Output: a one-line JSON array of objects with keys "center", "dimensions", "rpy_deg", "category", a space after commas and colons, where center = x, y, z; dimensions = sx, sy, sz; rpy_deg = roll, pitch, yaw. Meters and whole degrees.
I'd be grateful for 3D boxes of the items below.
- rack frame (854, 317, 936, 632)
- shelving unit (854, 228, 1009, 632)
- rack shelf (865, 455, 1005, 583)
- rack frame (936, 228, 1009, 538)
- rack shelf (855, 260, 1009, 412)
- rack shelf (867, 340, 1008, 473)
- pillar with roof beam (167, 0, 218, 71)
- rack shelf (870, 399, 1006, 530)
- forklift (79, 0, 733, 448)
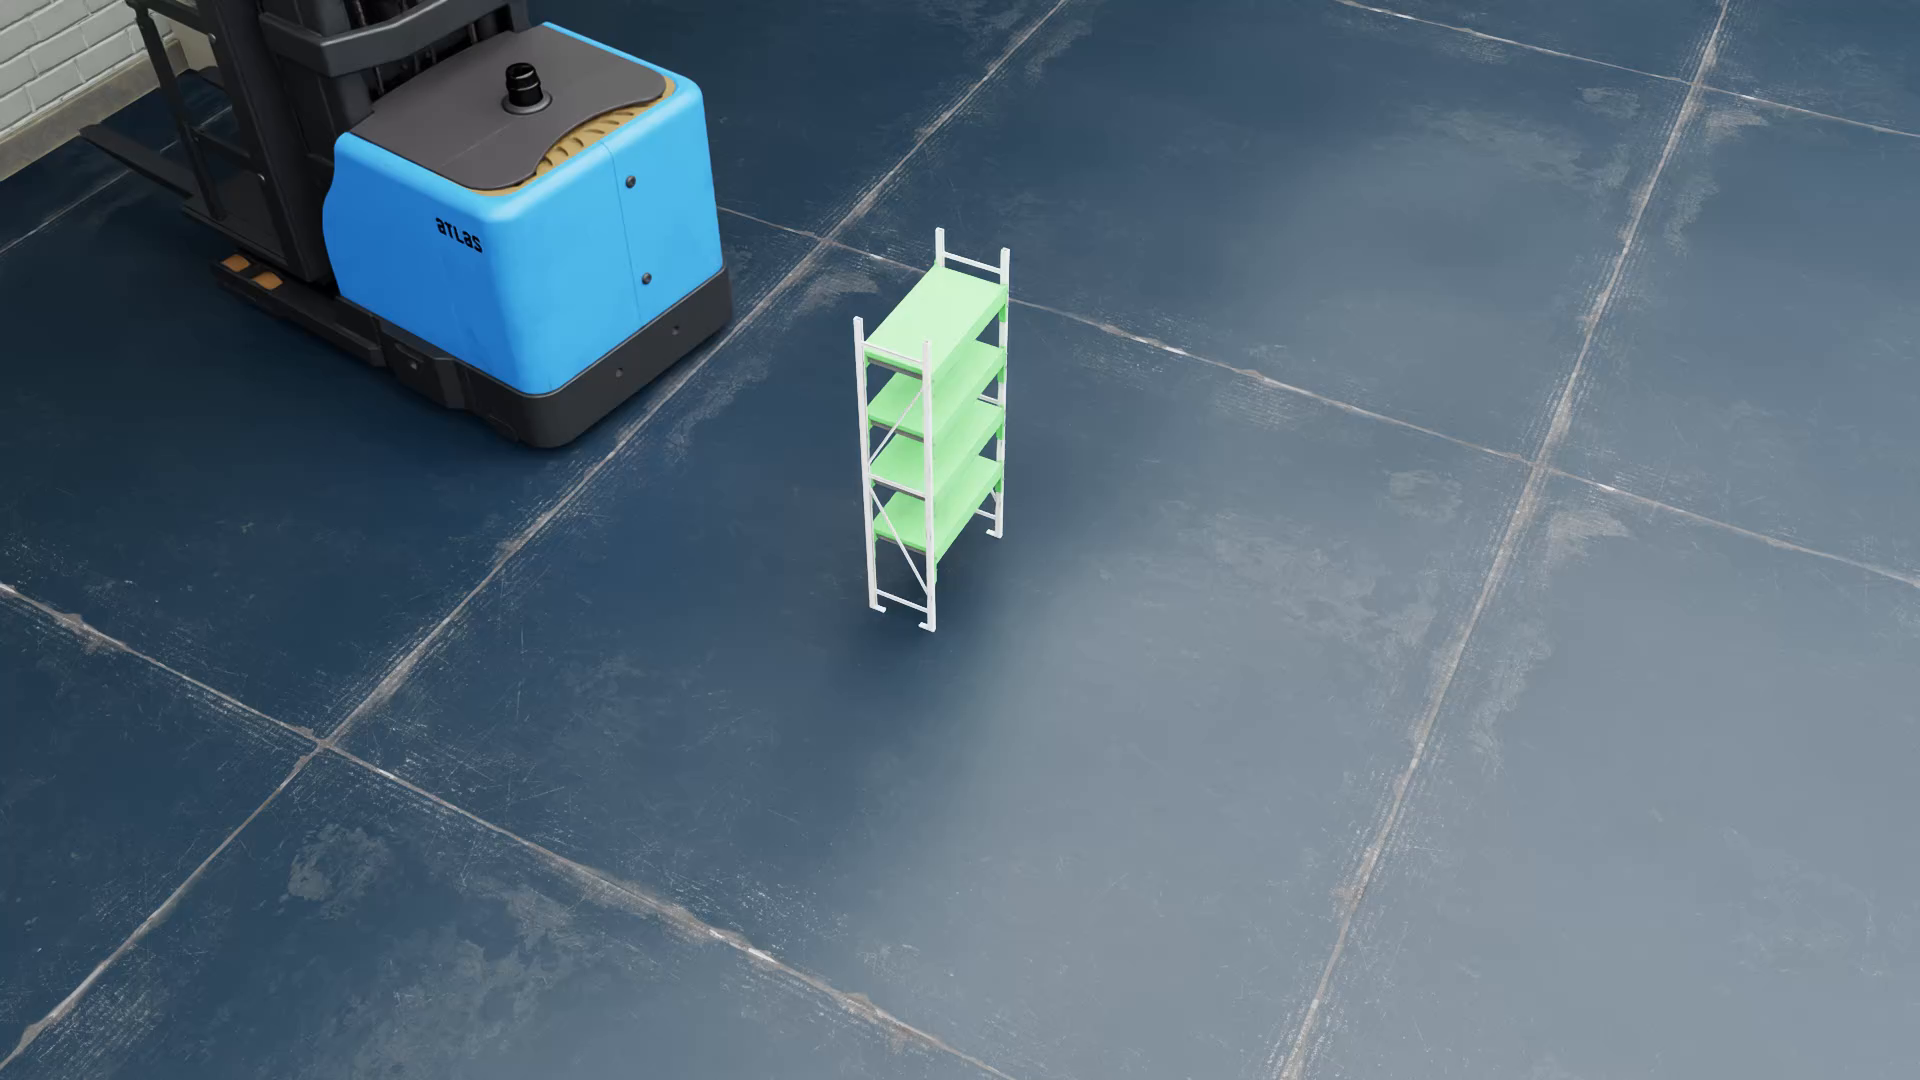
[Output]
[{"center": [-0.190, -0.164, 5.068], "dimensions": [0.240, 1.200, 0.015], "rpy_deg": [20, 49, 19], "category": "rack frame"}, {"center": [-0.077, -0.317, 5.220], "dimensions": [0.258, 1.200, 0.503], "rpy_deg": [20, 49, 19], "category": "shelving unit"}, {"center": [-0.077, -0.104, 5.436], "dimensions": [0.258, 0.148, 0.480], "rpy_deg": [20, 49, 19], "category": "rack shelf"}, {"center": [0.036, -0.471, 5.372], "dimensions": [0.240, 1.200, 0.015], "rpy_deg": [20, 49, 19], "category": "rack frame"}, {"center": [-0.077, -0.610, 4.924], "dimensions": [0.258, 0.148, 0.480], "rpy_deg": [20, 49, 19], "category": "rack shelf"}, {"center": [-0.077, -0.441, 5.095], "dimensions": [0.258, 0.148, 0.480], "rpy_deg": [20, 49, 19], "category": "rack shelf"}, {"center": [0.307, -4.097, 3.473], "dimensions": [9.100, 9.000, 0.400], "rpy_deg": [20, 49, 19], "category": "pillar with roof beam"}, {"center": [-0.077, -0.273, 5.266], "dimensions": [0.258, 0.148, 0.480], "rpy_deg": [20, 49, 19], "category": "rack shelf"}, {"center": [-2.385, -2.210, 5.874], "dimensions": [3.031, 2.935, 1.130], "rpy_deg": [27, 51, 24], "category": "forklift"}]
